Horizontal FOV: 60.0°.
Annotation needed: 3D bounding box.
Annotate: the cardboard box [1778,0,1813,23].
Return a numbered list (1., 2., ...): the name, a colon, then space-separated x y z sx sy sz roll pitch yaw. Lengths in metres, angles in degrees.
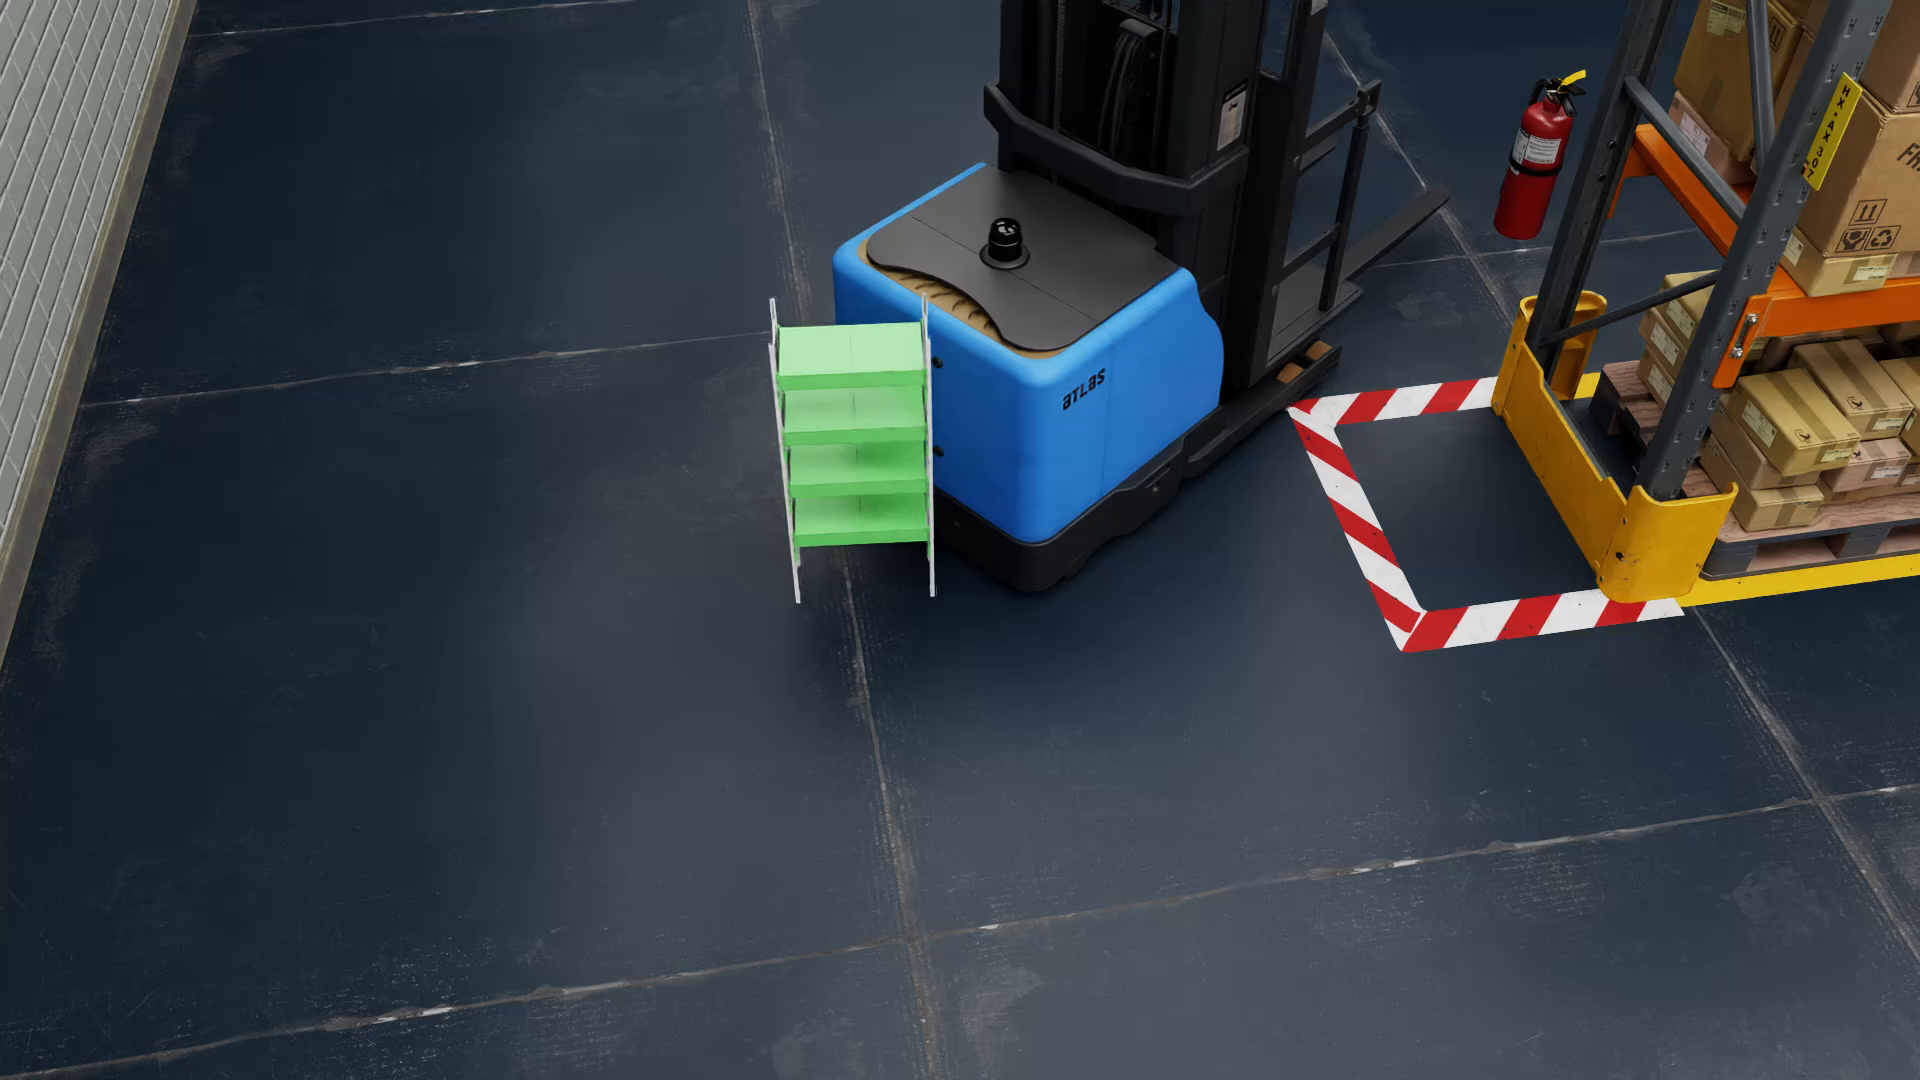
1. cardboard box: 2.758 -1.947 5.073 0.500 0.500 0.500 -8 47 -8

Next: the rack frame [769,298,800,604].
1. rack frame: -0.594 -0.272 5.678 0.015 1.200 0.240 -3 46 -3

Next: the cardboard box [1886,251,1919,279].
1. cardboard box: 2.968 -1.010 5.315 0.250 0.149 0.380 -6 46 -5

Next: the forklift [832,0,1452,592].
1. forklift: 0.920 -1.799 5.948 1.130 2.935 3.031 34 55 29

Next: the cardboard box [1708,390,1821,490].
1. cardboard box: 2.910 -0.372 6.007 0.250 0.149 0.380 -5 46 -5

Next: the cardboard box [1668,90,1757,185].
1. cardboard box: 2.623 -1.383 5.674 0.250 0.149 0.380 -7 46 -7

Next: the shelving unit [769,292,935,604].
1. shelving unit: -0.351 -0.283 5.689 0.503 1.200 0.258 -3 46 -3

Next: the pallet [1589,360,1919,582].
1. pallet: 3.231 -0.346 6.437 1.213 0.211 1.003 -7 46 -7

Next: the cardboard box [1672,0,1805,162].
1. cardboard box: 2.748 -1.605 5.438 0.500 0.500 0.500 -6 46 -6

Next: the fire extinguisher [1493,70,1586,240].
1. fire extinguisher: 2.023 -1.370 5.800 0.183 0.674 0.296 -7 46 -7

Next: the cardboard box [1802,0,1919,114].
1. cardboard box: 2.837 -1.581 4.720 0.500 0.500 0.500 -7 47 -7

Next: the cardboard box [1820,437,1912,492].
1. cardboard box: 3.189 -0.365 6.000 0.250 0.149 0.380 -7 47 -7

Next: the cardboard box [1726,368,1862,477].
1. cardboard box: 2.924 -0.416 5.843 0.250 0.149 0.380 -9 47 -9

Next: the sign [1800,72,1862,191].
1. sign: 2.442 -1.145 4.669 0.005 0.325 0.100 -7 46 -7

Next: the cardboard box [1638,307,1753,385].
1. cardboard box: 2.821 -0.757 6.378 0.250 0.149 0.380 -8 47 -8

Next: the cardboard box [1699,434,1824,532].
1. cardboard box: 2.920 -0.223 6.070 0.250 0.149 0.380 -6 46 -6

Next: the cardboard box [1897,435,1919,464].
1. cardboard box: 3.415 -0.458 6.090 0.250 0.149 0.380 -7 46 -6

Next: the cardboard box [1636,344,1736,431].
1. cardboard box: 2.833 -0.599 6.432 0.250 0.149 0.380 -6 46 -6

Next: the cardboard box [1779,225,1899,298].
1. cardboard box: 2.725 -0.950 5.257 0.250 0.149 0.380 -7 47 -7

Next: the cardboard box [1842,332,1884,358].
1. cardboard box: 3.333 -0.822 6.440 0.250 0.149 0.380 -9 47 -8

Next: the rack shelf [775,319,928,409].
1. rack shelf: -0.351 -0.571 5.390 0.480 0.148 0.258 -3 46 -3

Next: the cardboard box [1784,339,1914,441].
1. cardboard box: 3.175 -0.535 5.958 0.250 0.149 0.380 -6 46 -6

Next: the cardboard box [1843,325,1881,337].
1. cardboard box: 3.319 -0.950 6.357 0.250 0.149 0.380 -8 47 -8

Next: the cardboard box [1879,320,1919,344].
1. cardboard box: 3.585 -0.936 6.344 0.250 0.149 0.380 -9 47 -8

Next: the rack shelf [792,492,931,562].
1. rack shelf: -0.351 -0.072 5.908 0.480 0.148 0.258 -3 46 -3

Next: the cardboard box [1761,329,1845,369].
1. cardboard box: 3.085 -0.828 6.239 0.250 0.149 0.380 -6 46 -6

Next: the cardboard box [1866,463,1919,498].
1. cardboard box: 3.408 -0.349 6.191 0.250 0.149 0.380 -7 46 -6

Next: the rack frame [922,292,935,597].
1. rack frame: -0.107 -0.294 5.700 0.015 1.200 0.240 -3 46 -3

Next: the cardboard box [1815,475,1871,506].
1. cardboard box: 3.164 -0.314 6.157 0.250 0.149 0.380 -7 47 -7

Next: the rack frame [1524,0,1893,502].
1. rack frame: 2.349 -1.230 5.352 0.127 3.000 1.000 -7 46 -7

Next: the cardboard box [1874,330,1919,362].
1. cardboard box: 3.615 -0.782 6.402 0.250 0.149 0.380 -8 47 -7

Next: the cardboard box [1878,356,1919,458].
1. cardboard box: 3.445 -0.475 5.900 0.250 0.149 0.380 -7 47 -7

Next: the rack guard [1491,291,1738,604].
1. rack guard: 2.424 -0.372 6.261 0.348 0.500 1.175 -7 46 -7

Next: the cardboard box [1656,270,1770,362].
1. cardboard box: 2.828 -0.838 6.249 0.250 0.149 0.380 -7 46 -6

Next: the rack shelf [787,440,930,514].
1. rack shelf: -0.351 -0.238 5.735 0.480 0.148 0.258 -3 46 -3

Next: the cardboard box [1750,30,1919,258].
1. cardboard box: 2.839 -1.227 5.073 0.500 0.500 0.500 -5 46 -5

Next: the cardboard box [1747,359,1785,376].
1. cardboard box: 3.088 -0.751 6.372 0.250 0.149 0.380 -8 47 -8

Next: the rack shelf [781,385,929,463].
1. rack shelf: -0.351 -0.405 5.562 0.480 0.148 0.258 -3 46 -3

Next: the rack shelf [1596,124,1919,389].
1. rack shelf: 4.320 -1.226 5.848 4.000 0.370 1.077 -7 46 -7
